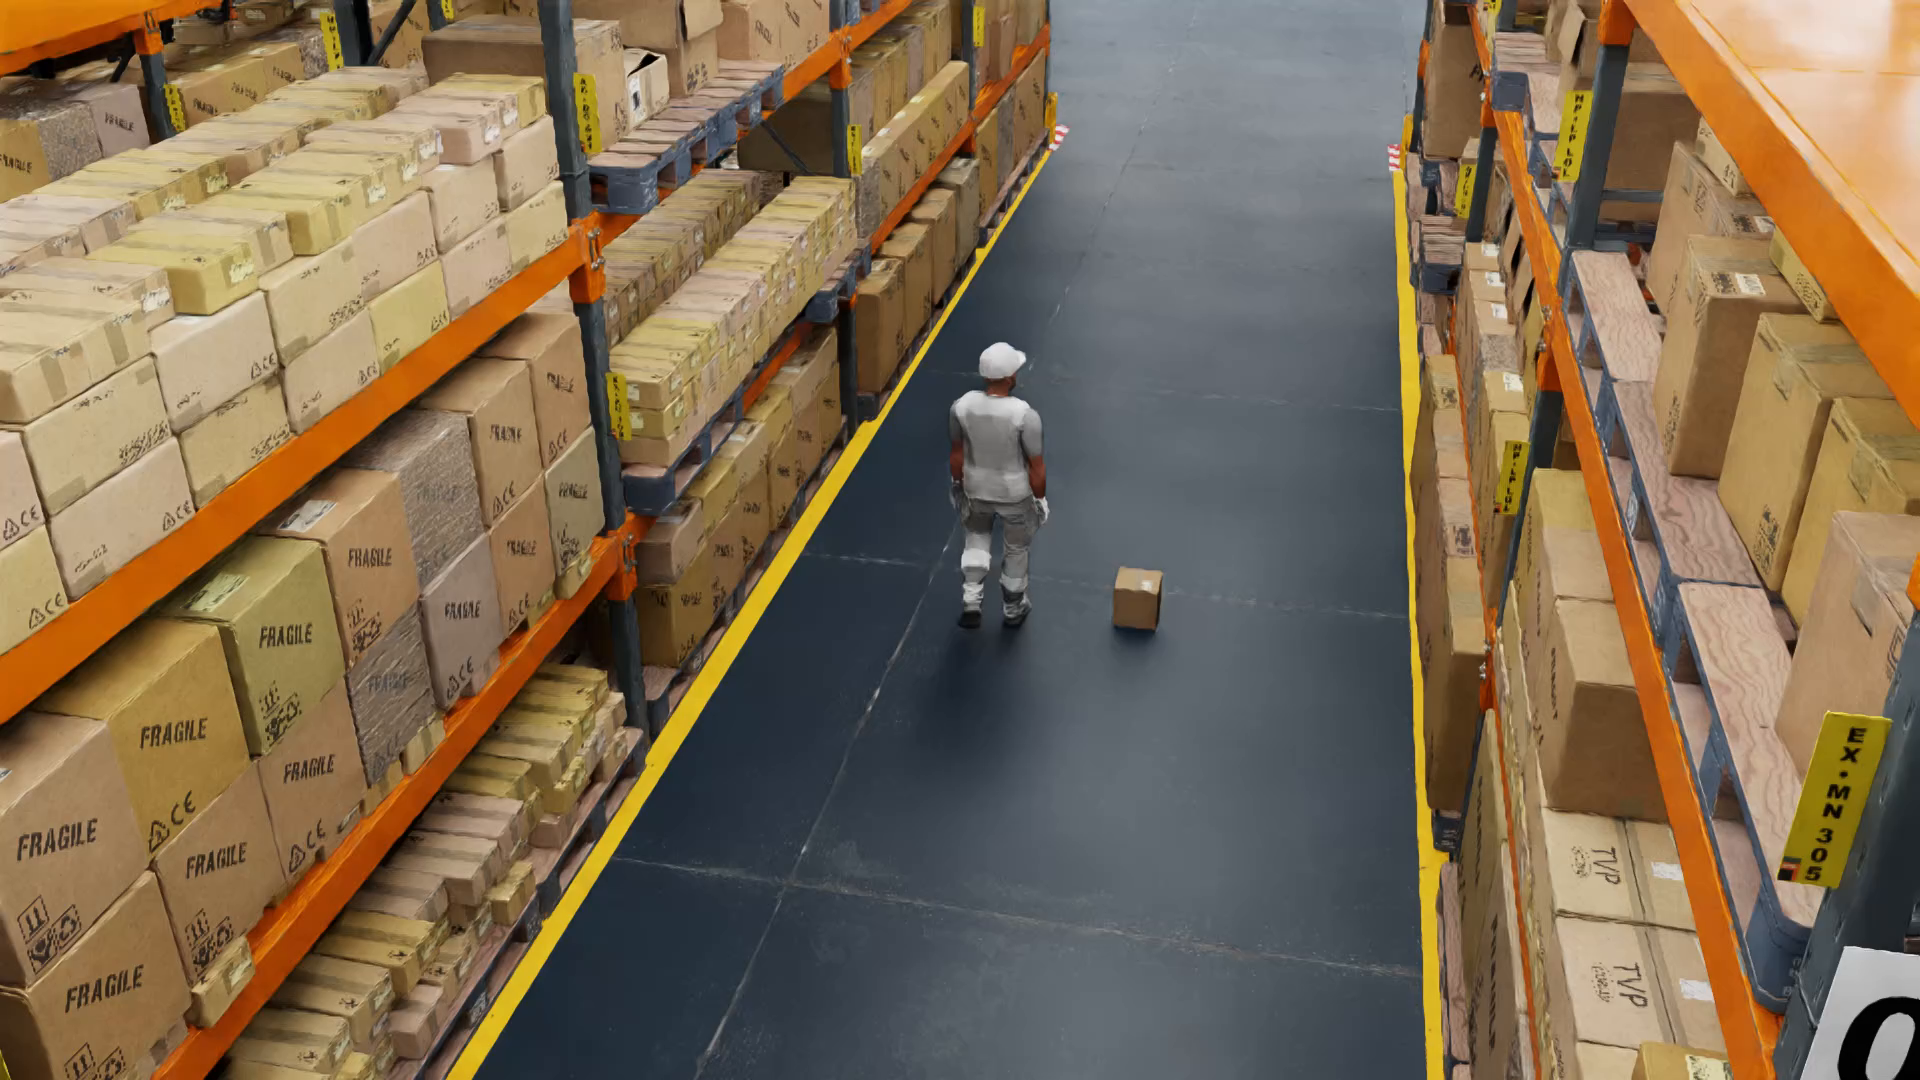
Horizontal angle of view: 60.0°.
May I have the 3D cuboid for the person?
[{"bbox_3d":[0.229,-0.291,9.121,0.584,1.779,0.632,10,30,17],"label":"person"}]
